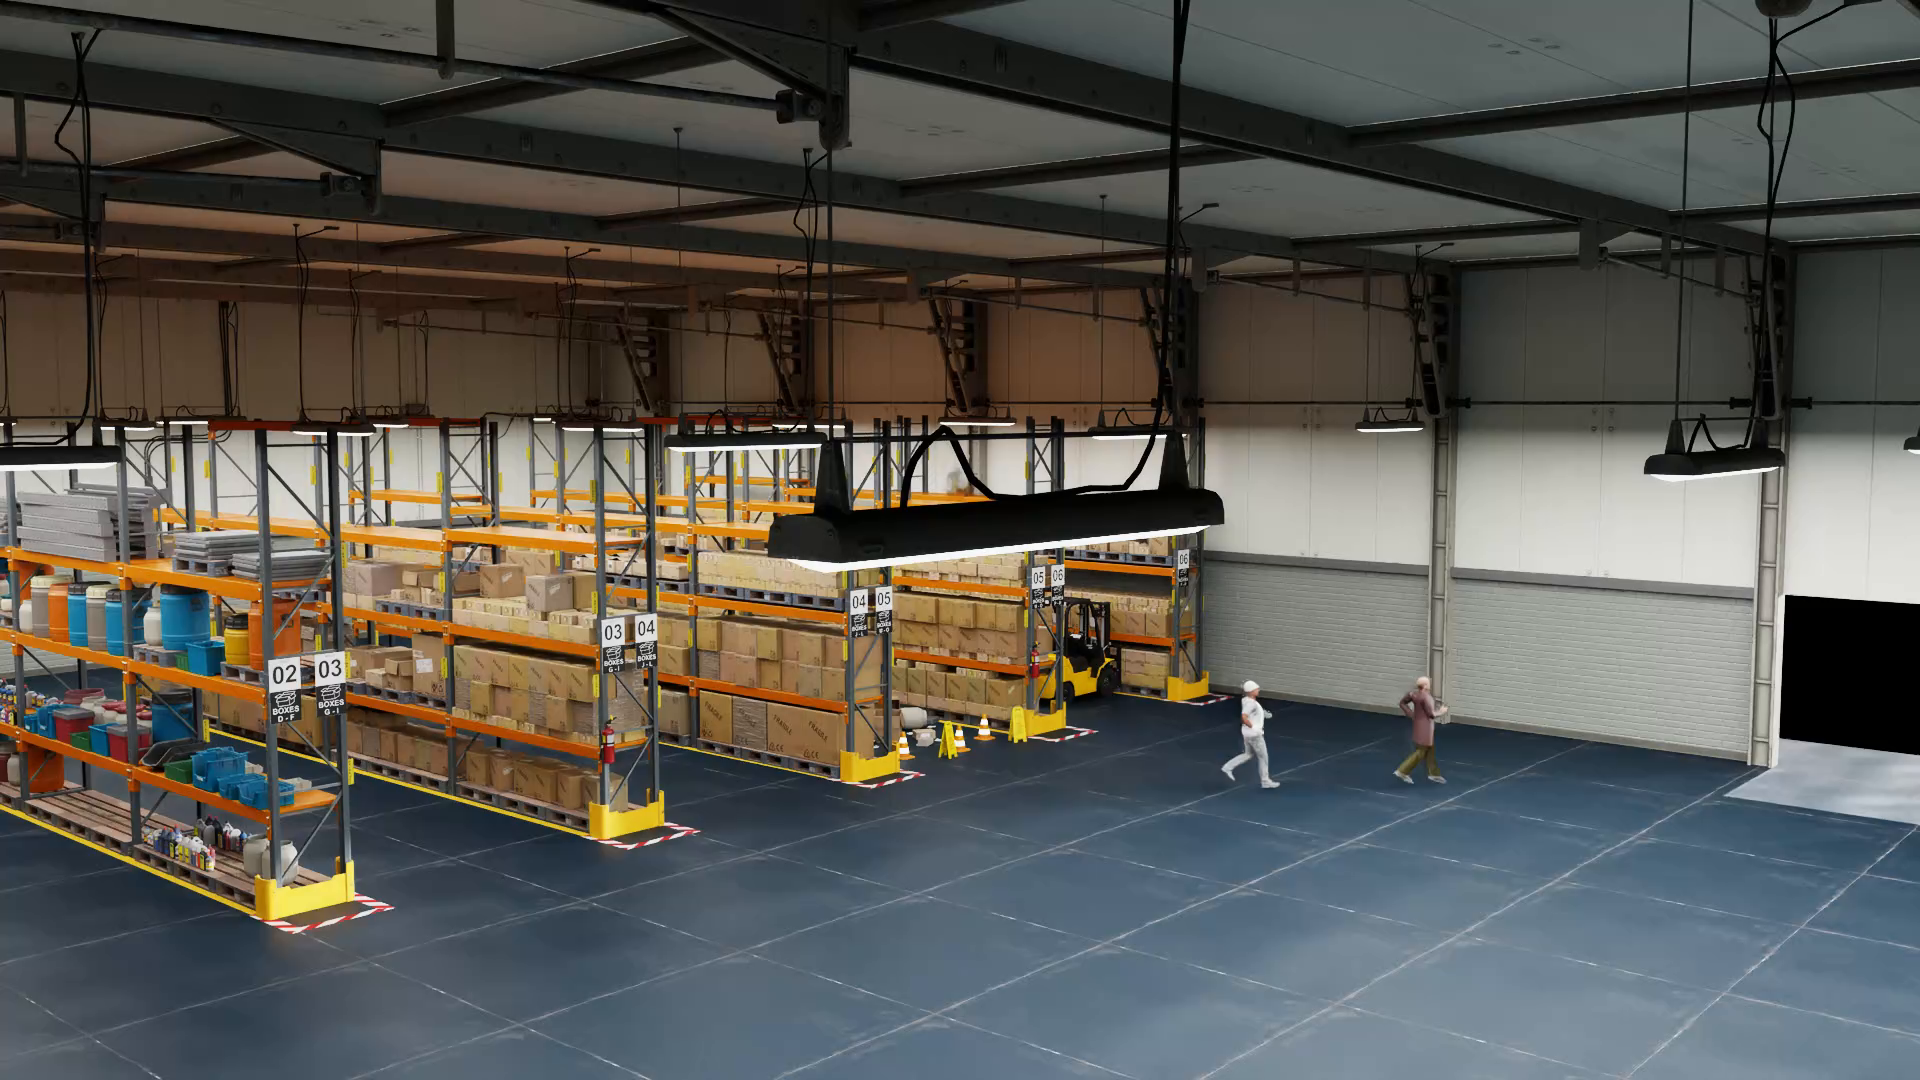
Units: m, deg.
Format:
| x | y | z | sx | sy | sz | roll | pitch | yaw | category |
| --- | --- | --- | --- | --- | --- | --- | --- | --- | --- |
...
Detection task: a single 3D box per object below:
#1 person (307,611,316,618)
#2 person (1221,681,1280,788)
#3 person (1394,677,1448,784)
| x | y | z | sx | sy | sz | roll | pitch | yaw | category |
| --- | --- | --- | --- | --- | --- | --- | --- | --- | --- |
| -14.505 | 2.421 | 37.141 | 0.627 | 1.665 | 0.775 | -2 | 5 | -20 | person |
| 4.770 | 3.179 | 27.215 | 0.955 | 1.764 | 0.696 | 0 | 5 | -2 | person |
| 7.609 | 3.147 | 27.350 | 0.985 | 1.808 | 0.701 | -1 | 5 | -8 | person |
